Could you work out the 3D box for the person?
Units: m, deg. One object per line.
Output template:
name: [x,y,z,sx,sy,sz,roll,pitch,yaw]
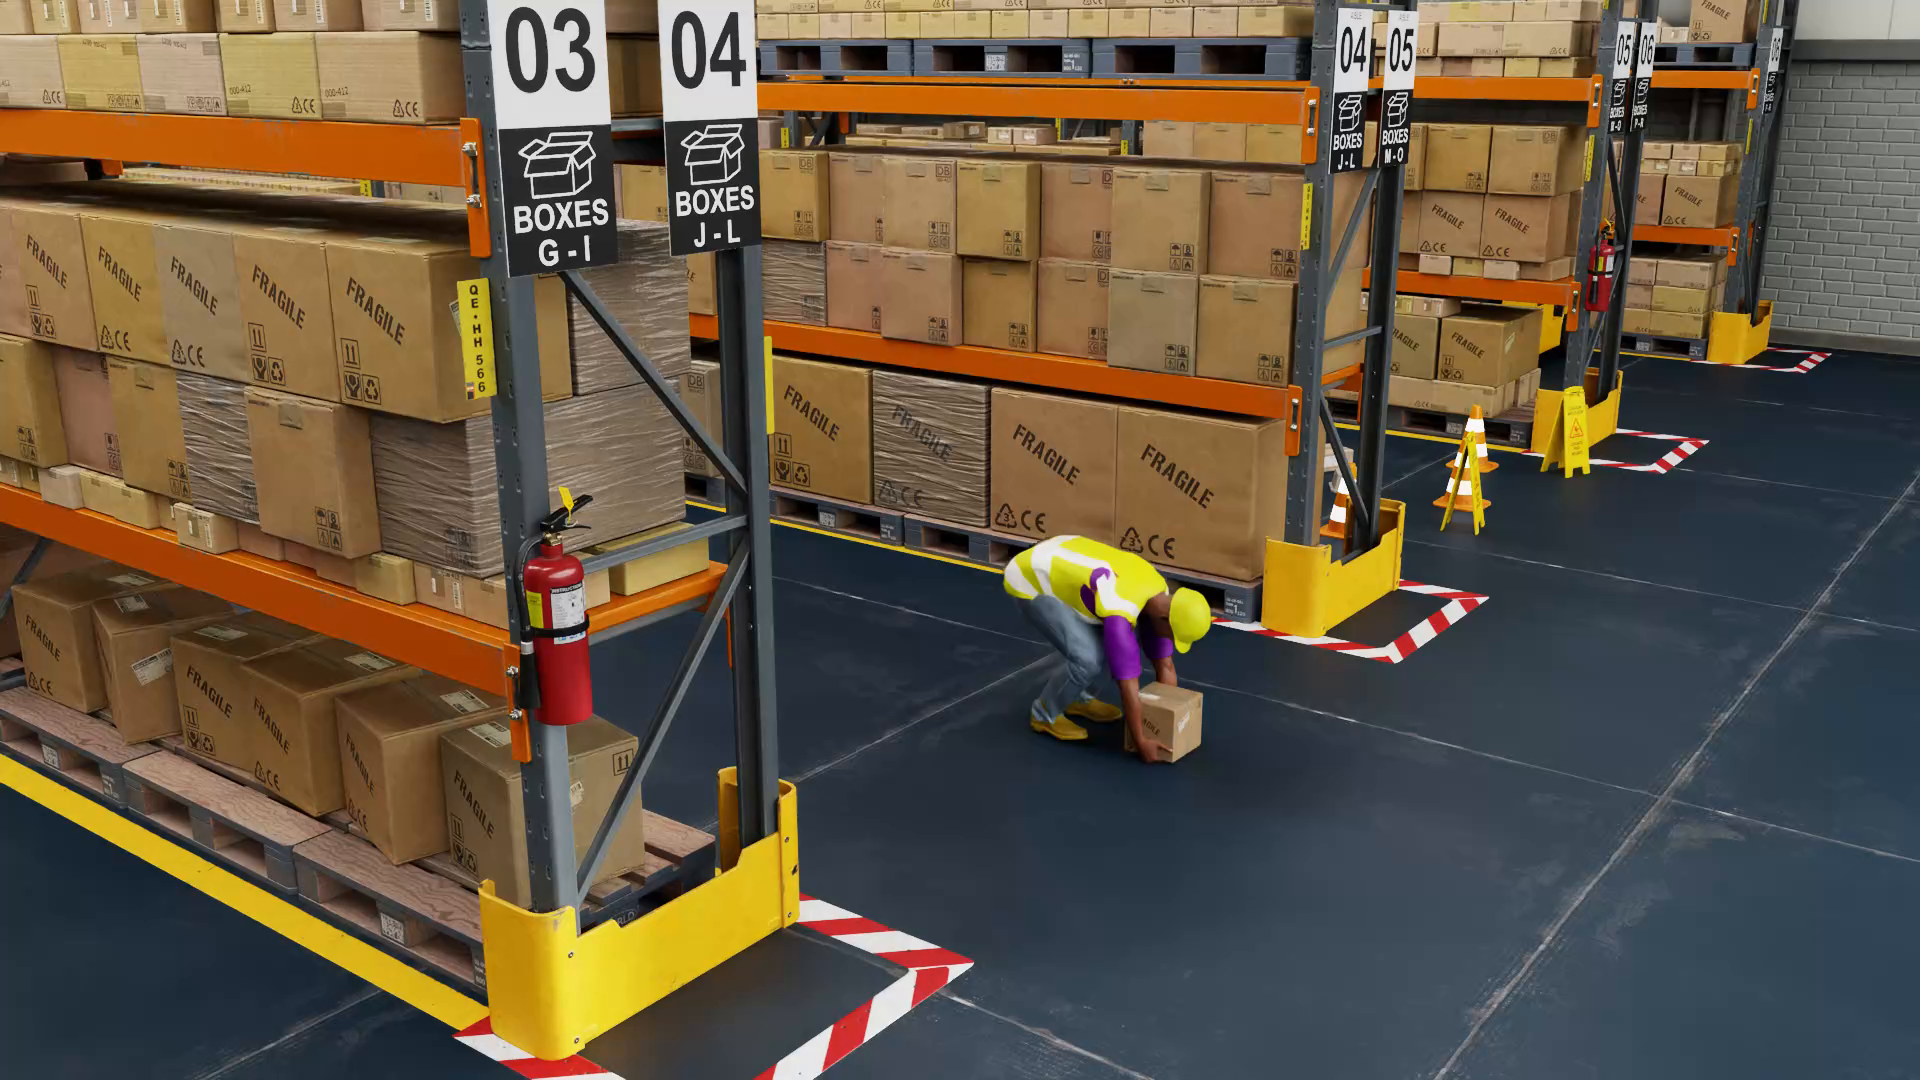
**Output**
person: [0.671,0.459,7.489,0.977,0.907,0.508,11,20,33]
